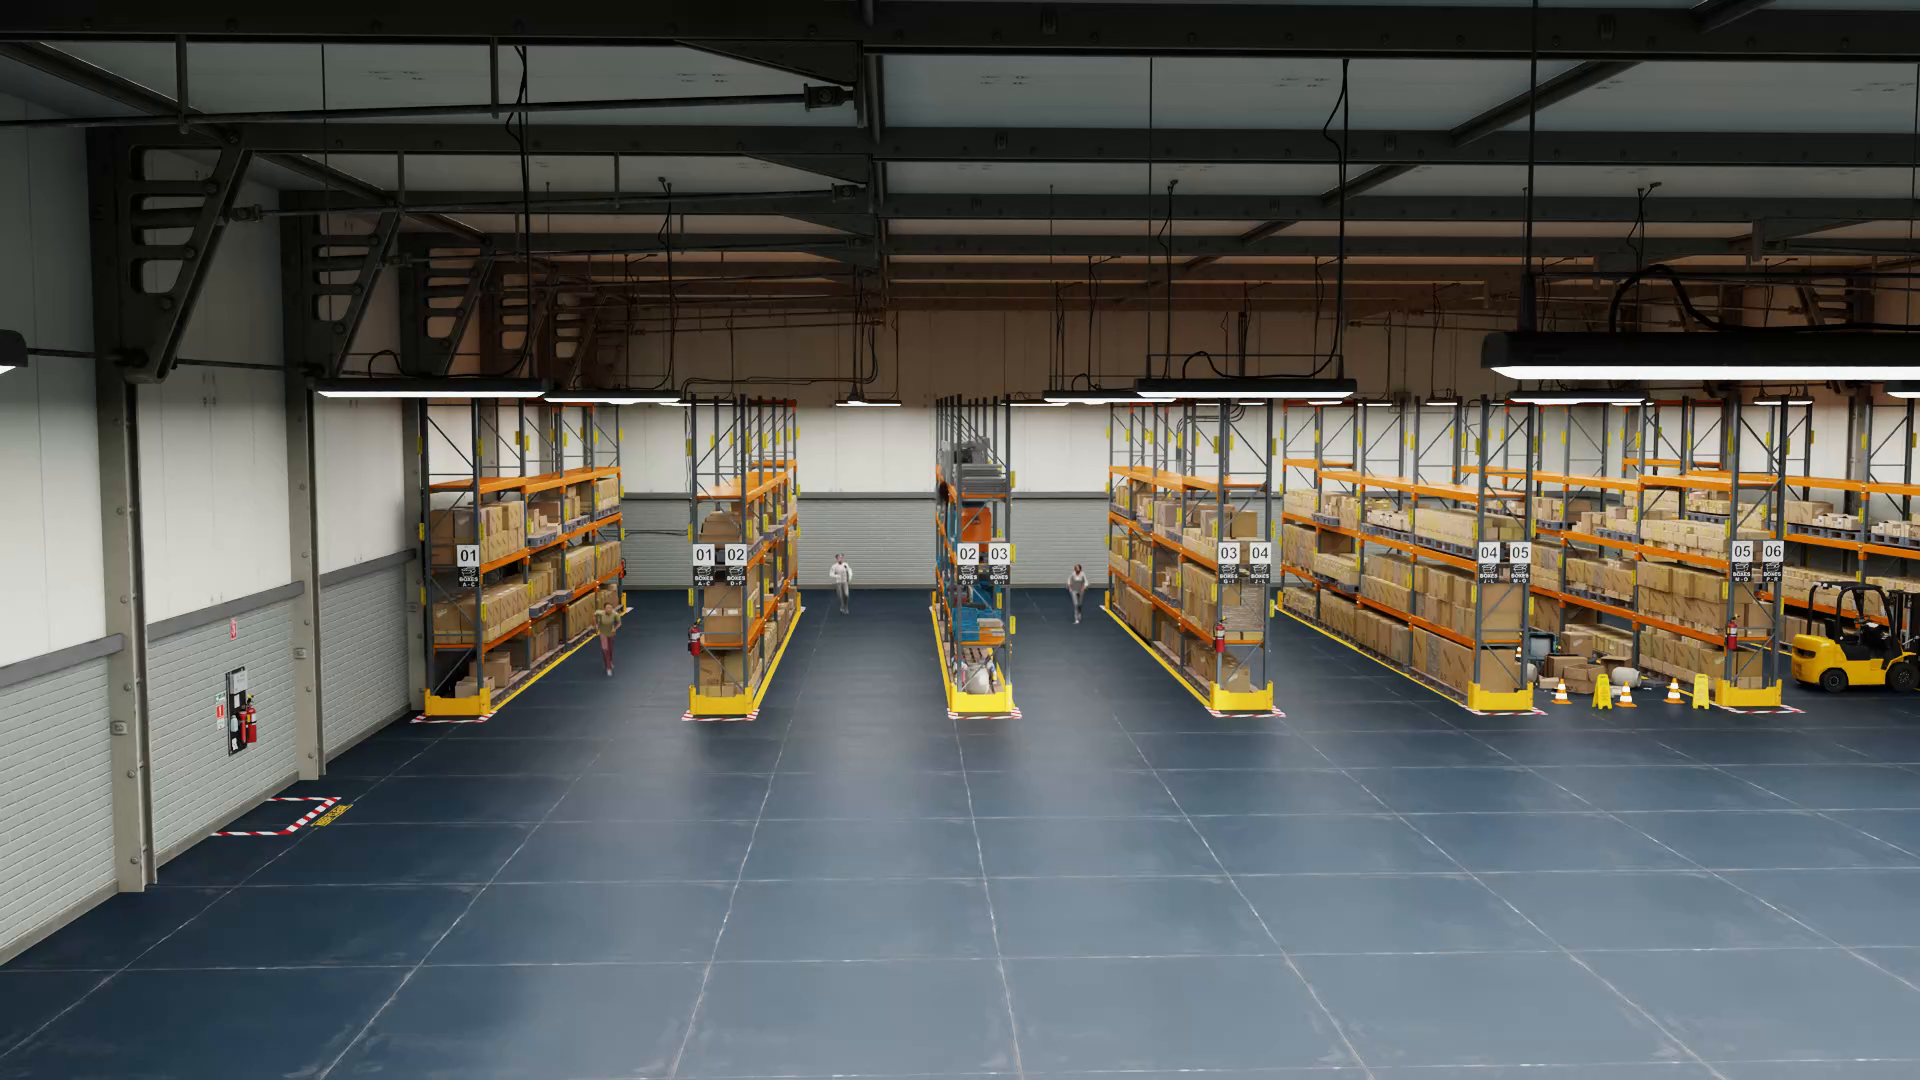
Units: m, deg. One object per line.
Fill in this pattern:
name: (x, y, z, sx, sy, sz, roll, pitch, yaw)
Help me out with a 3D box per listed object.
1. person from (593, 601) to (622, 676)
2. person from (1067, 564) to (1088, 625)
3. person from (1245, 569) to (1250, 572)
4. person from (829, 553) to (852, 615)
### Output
person: (-7.652, 2.105, 36.108, 0.619, 1.628, 1.002, -1, 5, -10)
person: (3.155, 1.434, 44.573, 0.549, 1.601, 0.800, 0, 4, 1)
person: (8.486, 1.050, 48.477, 0.617, 1.783, 0.852, 1, 5, 12)
person: (-3.332, 1.237, 46.525, 0.647, 1.743, 0.612, -1, 5, -16)
